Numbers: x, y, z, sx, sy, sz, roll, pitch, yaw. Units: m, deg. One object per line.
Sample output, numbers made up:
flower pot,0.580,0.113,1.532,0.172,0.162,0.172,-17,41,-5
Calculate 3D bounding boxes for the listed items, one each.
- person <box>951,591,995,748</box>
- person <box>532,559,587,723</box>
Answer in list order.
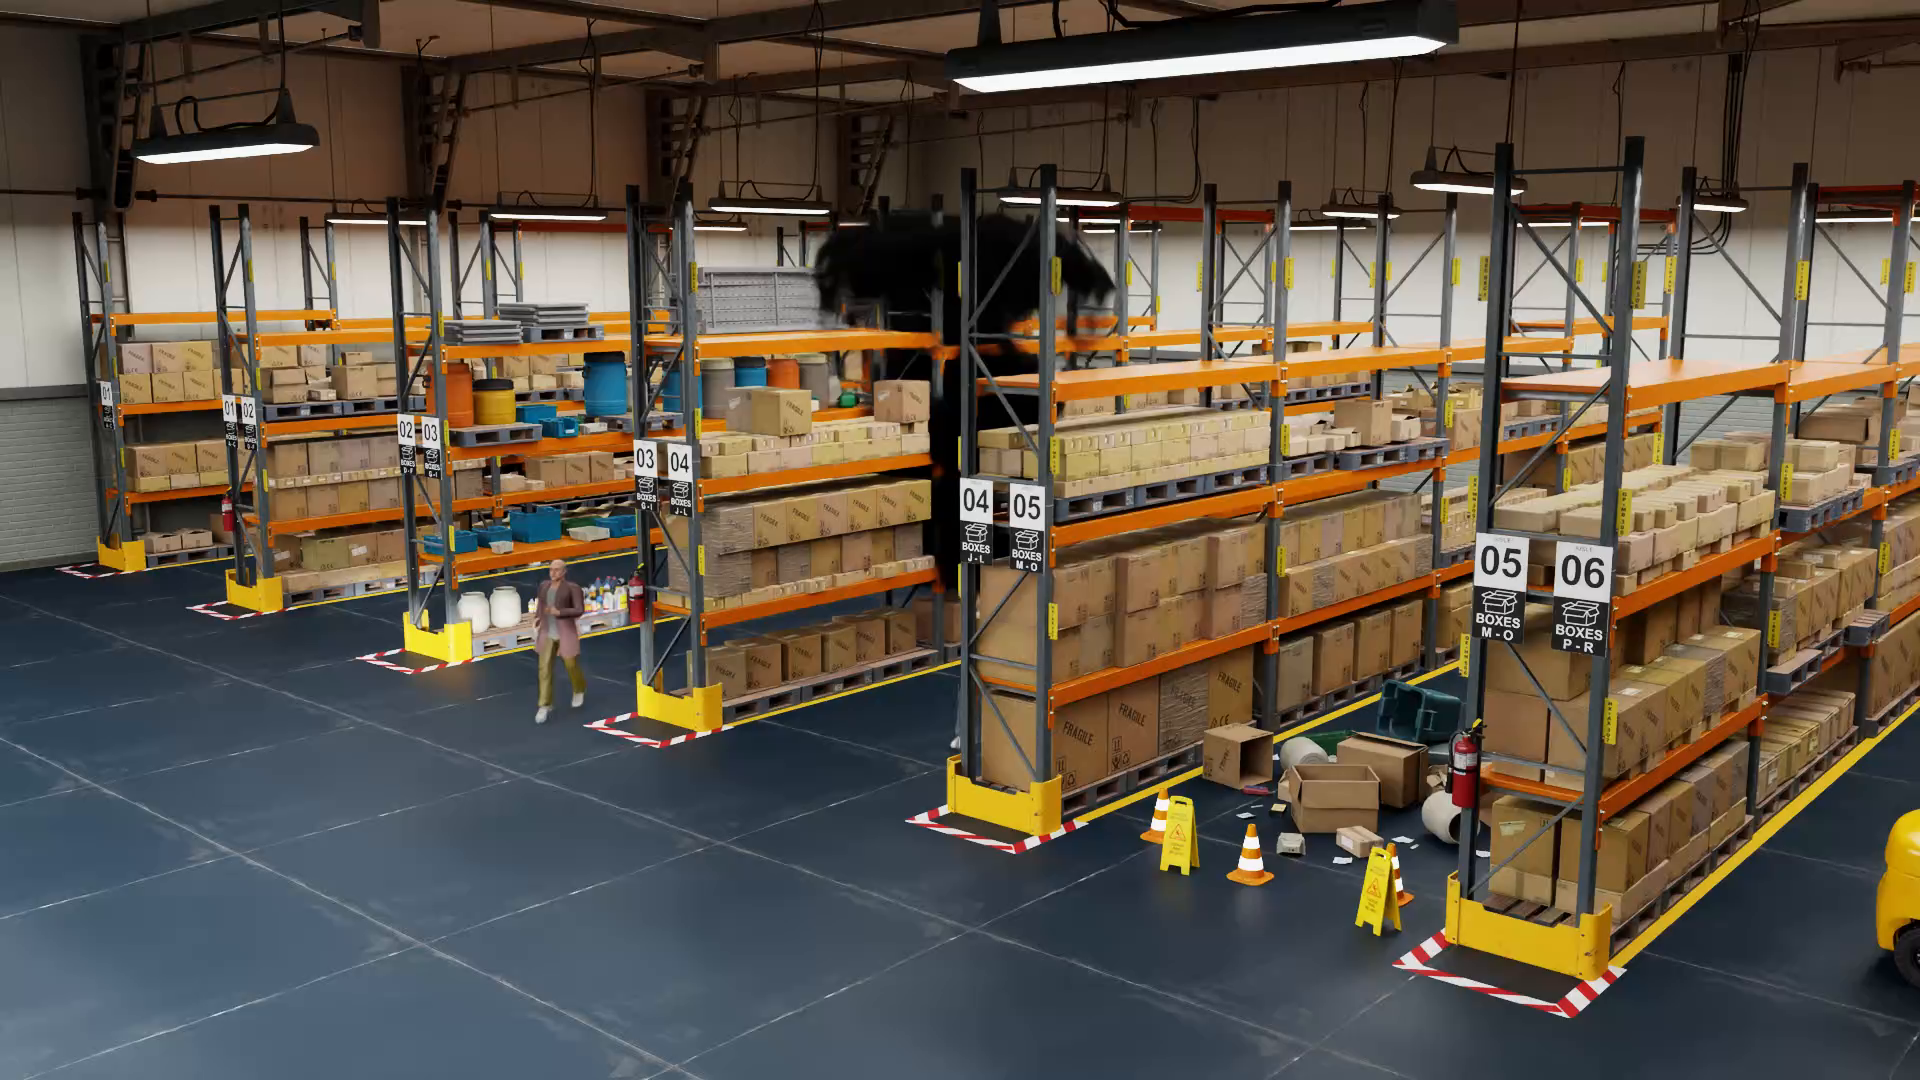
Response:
person,0.250,1.352,17.945,0.554,1.681,0.908,8,12,40
person,-4.599,1.107,19.086,0.689,1.797,0.997,2,10,10
